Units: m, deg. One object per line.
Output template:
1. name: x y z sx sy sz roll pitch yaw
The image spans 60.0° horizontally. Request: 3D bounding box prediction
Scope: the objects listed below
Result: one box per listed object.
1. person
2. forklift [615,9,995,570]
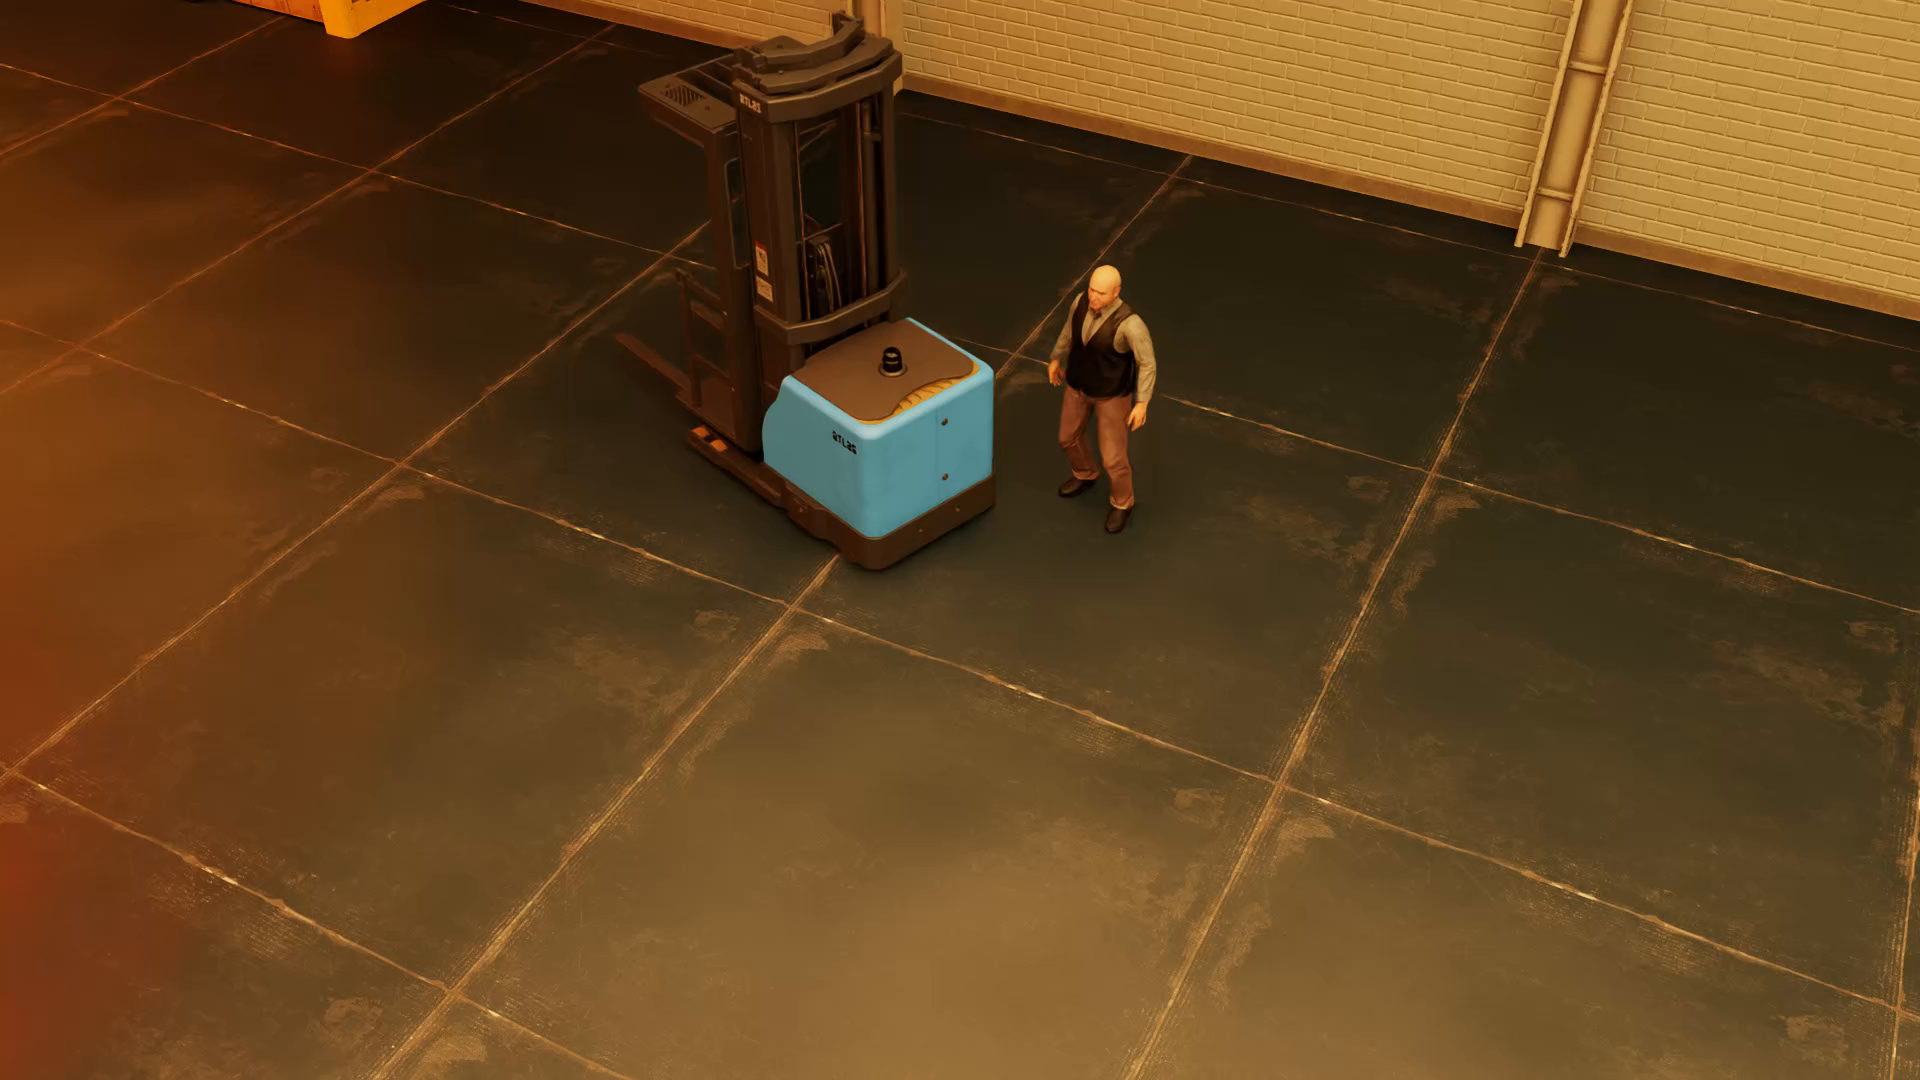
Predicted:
1. person: 0.833 -0.913 10.037 0.765 1.694 0.408 32 49 32
2. forklift: -1.148 -1.806 10.131 1.130 2.935 3.031 -30 49 -31
